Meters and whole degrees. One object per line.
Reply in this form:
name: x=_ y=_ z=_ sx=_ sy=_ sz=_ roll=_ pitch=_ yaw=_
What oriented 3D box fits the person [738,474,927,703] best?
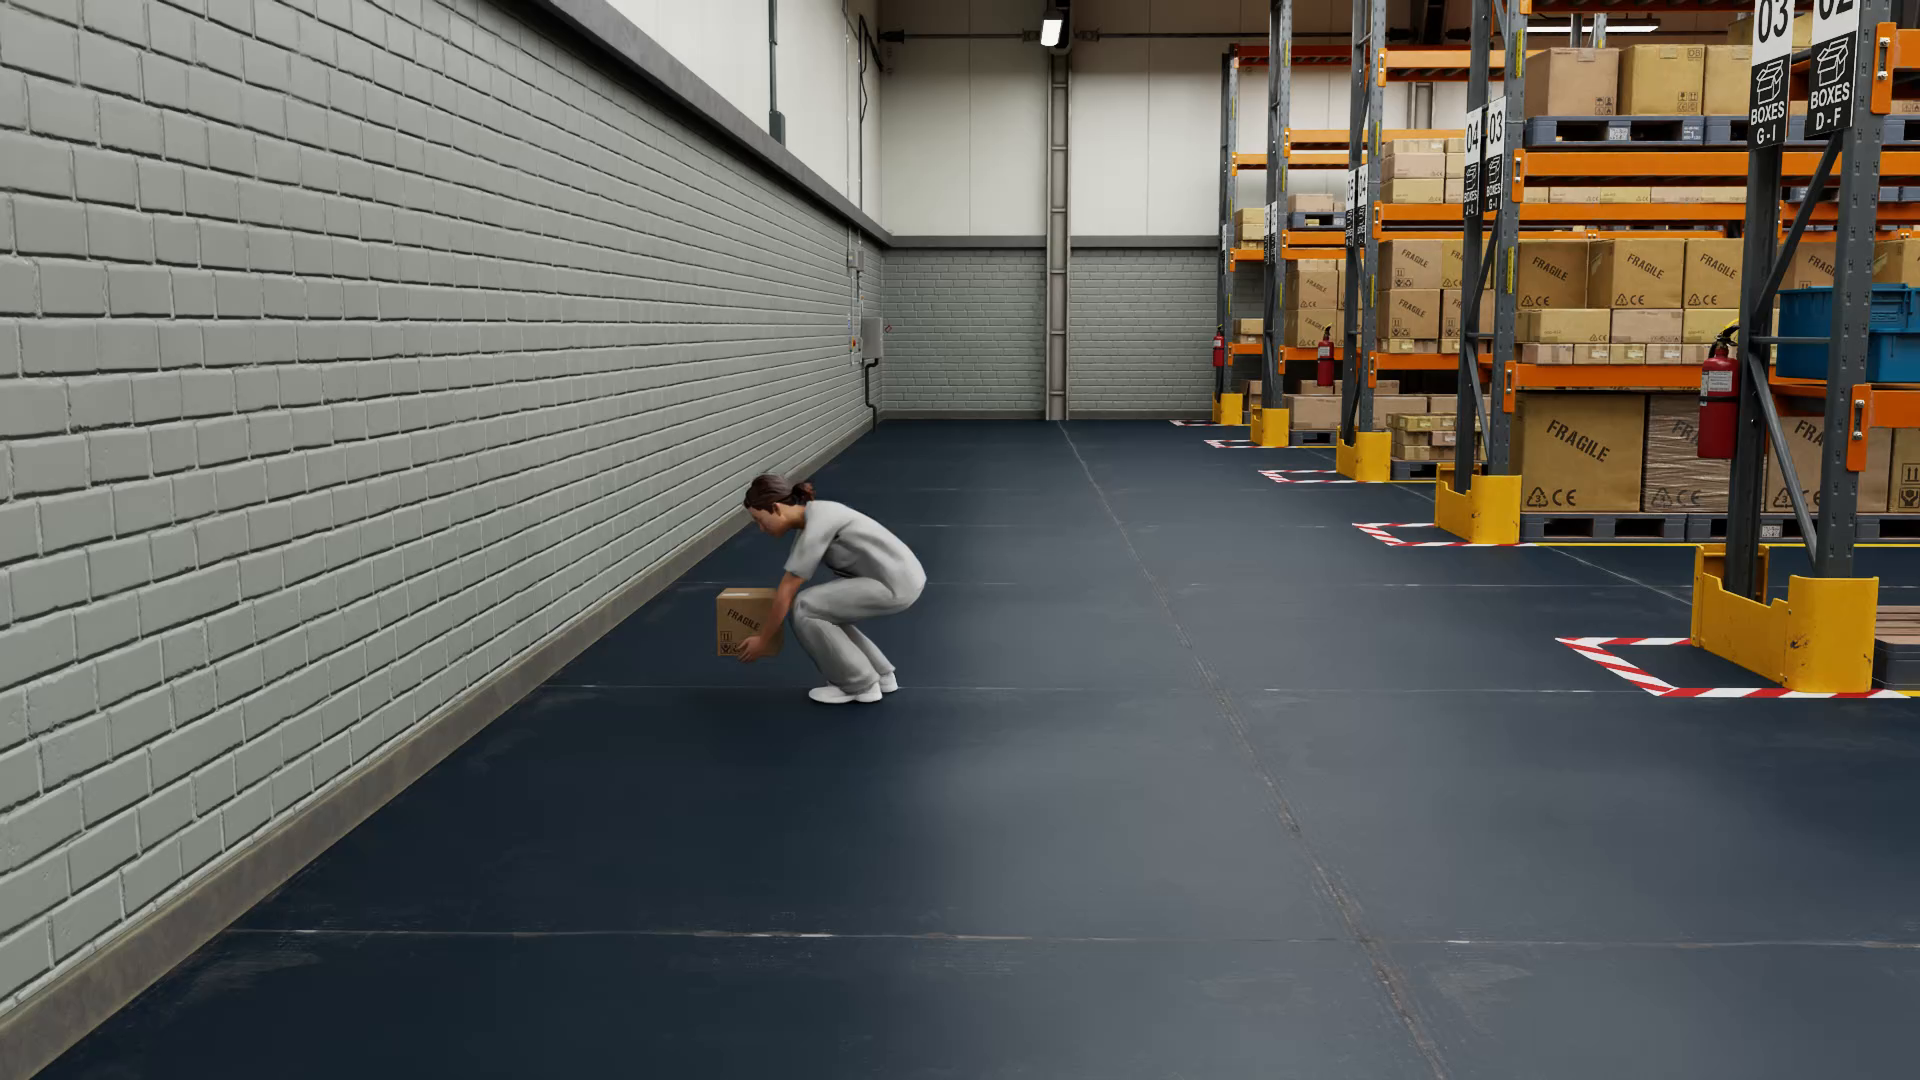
person: x=-0.540 y=0.199 z=7.042 sx=0.795 sy=0.964 sz=0.485 roll=0 pitch=7 yaw=1
